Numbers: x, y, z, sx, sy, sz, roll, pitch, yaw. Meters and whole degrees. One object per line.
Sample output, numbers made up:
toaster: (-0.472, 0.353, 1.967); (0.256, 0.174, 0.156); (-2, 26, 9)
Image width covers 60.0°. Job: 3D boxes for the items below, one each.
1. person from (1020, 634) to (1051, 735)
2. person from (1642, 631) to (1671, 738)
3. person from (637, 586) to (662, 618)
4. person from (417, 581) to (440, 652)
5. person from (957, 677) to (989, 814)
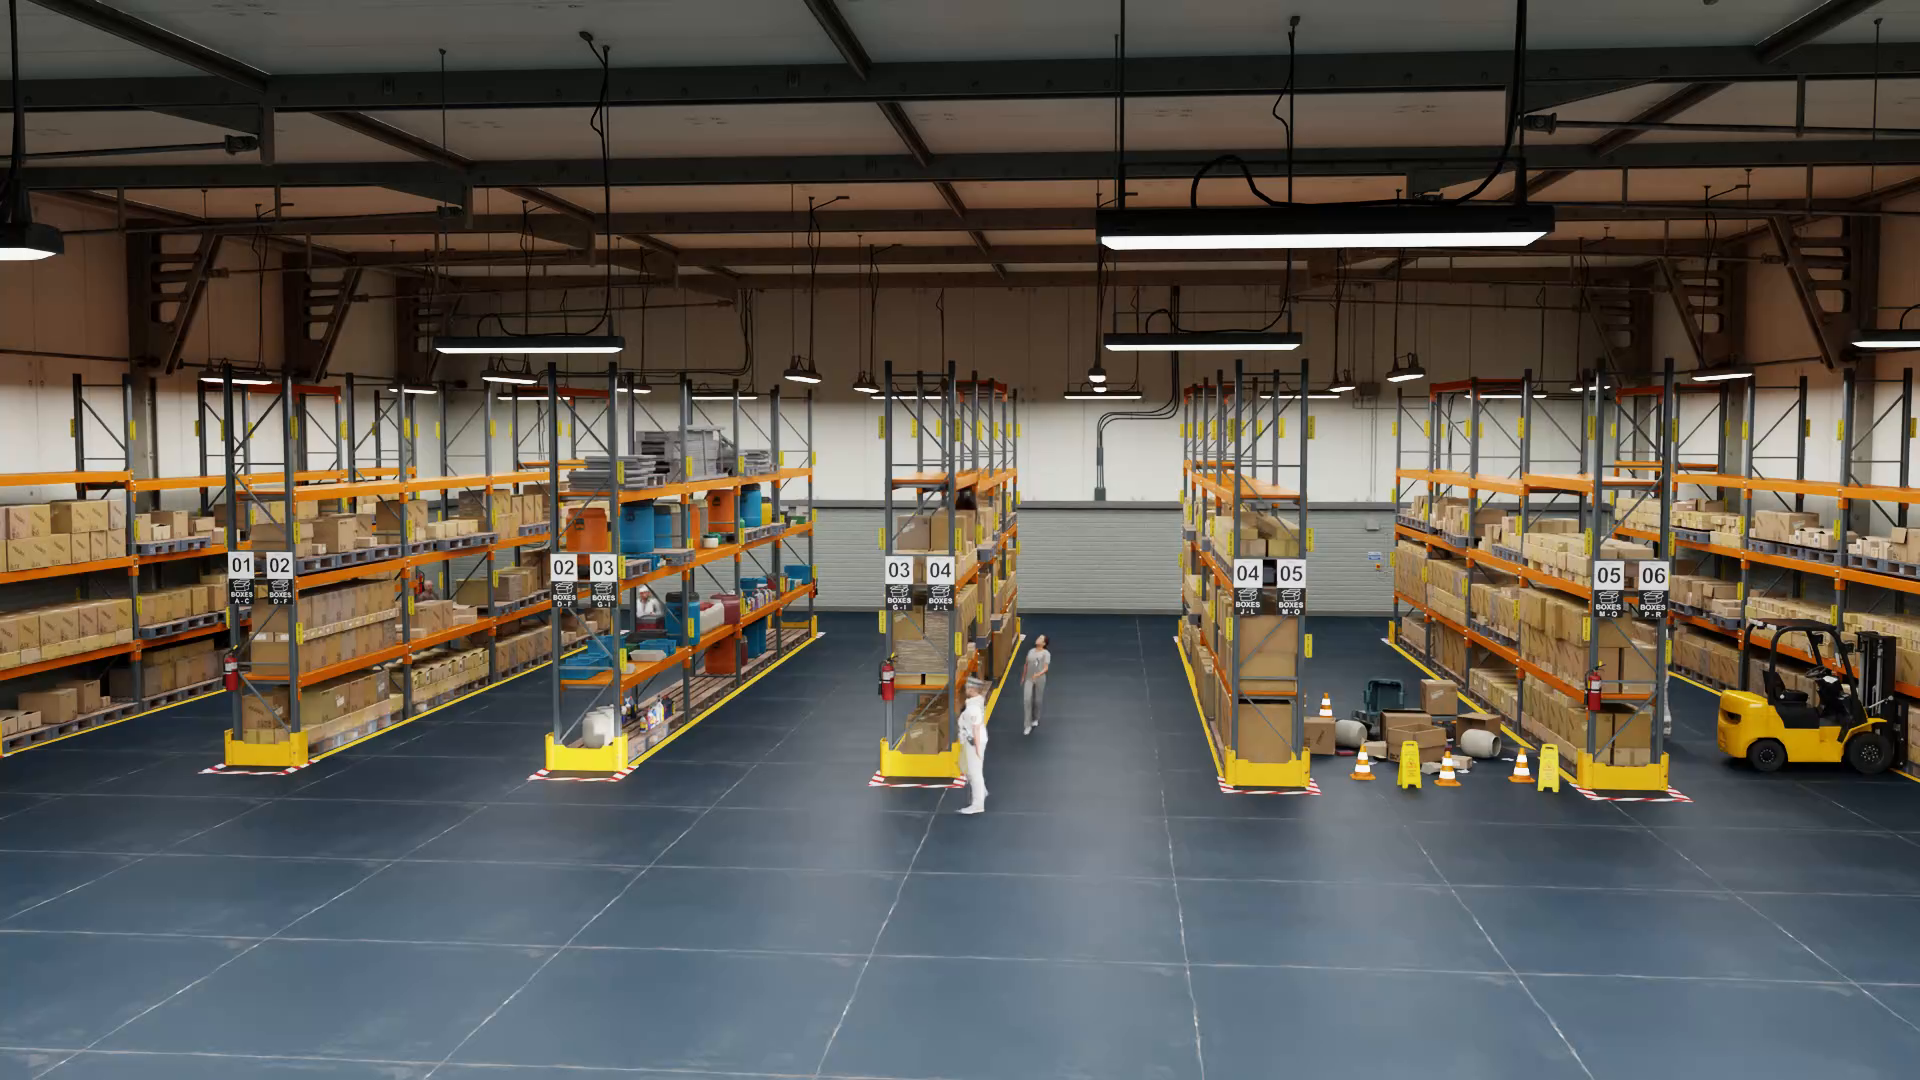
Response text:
person: (1.253, 2.397, 27.765); (0.515, 1.630, 0.933); (0, 4, 8)
person: (11.277, 2.324, 27.128); (0.662, 1.782, 0.535); (4, 5, 43)
person: (-6.561, 1.849, 34.621); (0.694, 1.815, 0.829); (1, 4, 10)
person: (-11.334, 1.761, 35.786); (0.507, 1.783, 0.608); (1, 4, 12)
person: (0.172, 2.677, 21.874); (0.444, 1.779, 0.628); (0, 4, -3)
